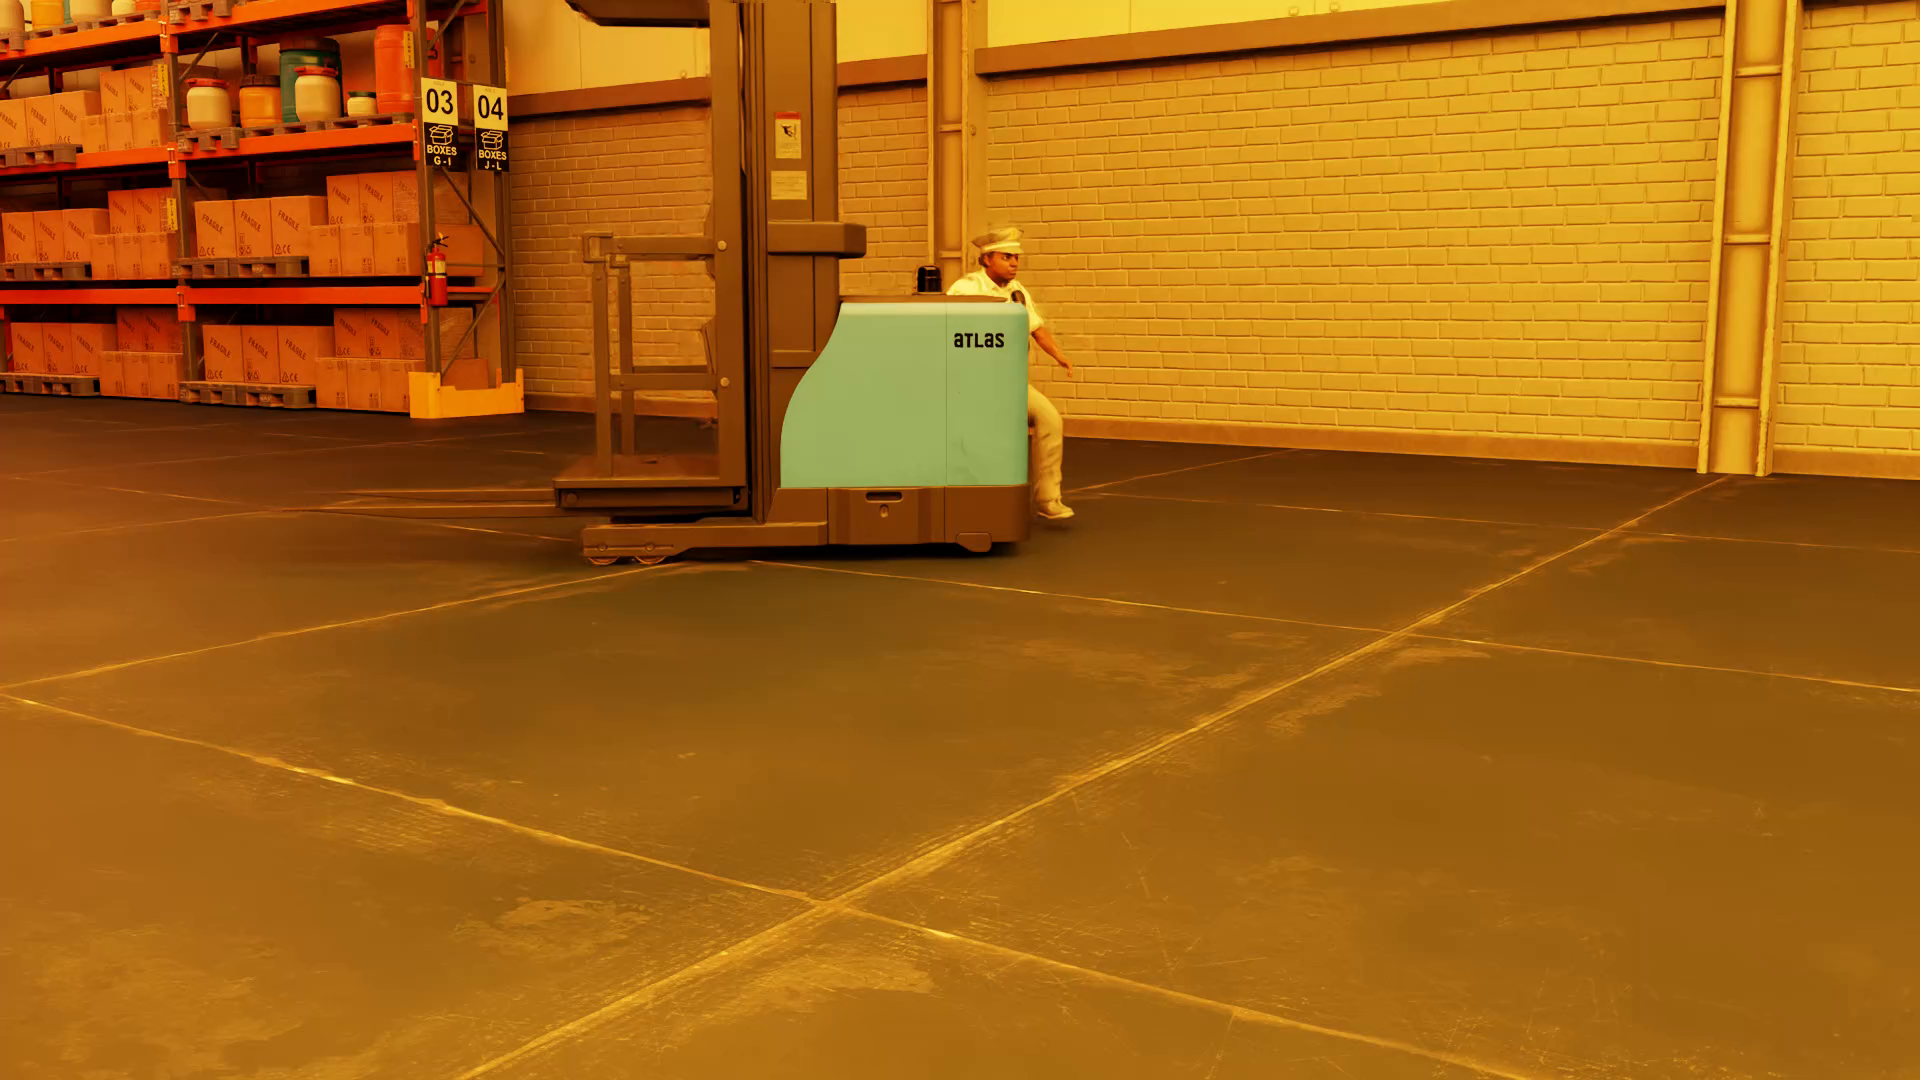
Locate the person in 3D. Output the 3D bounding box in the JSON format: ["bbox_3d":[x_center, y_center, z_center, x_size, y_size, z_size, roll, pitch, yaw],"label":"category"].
[{"bbox_3d":[0.290,-0.785,8.102,0.730,1.469,0.815,-8,11,-44],"label":"person"}]

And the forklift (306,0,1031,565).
[{"bbox_3d":[-1.246,-1.425,7.216,3.031,2.935,1.130,-1,8,-6],"label":"forklift"}]
